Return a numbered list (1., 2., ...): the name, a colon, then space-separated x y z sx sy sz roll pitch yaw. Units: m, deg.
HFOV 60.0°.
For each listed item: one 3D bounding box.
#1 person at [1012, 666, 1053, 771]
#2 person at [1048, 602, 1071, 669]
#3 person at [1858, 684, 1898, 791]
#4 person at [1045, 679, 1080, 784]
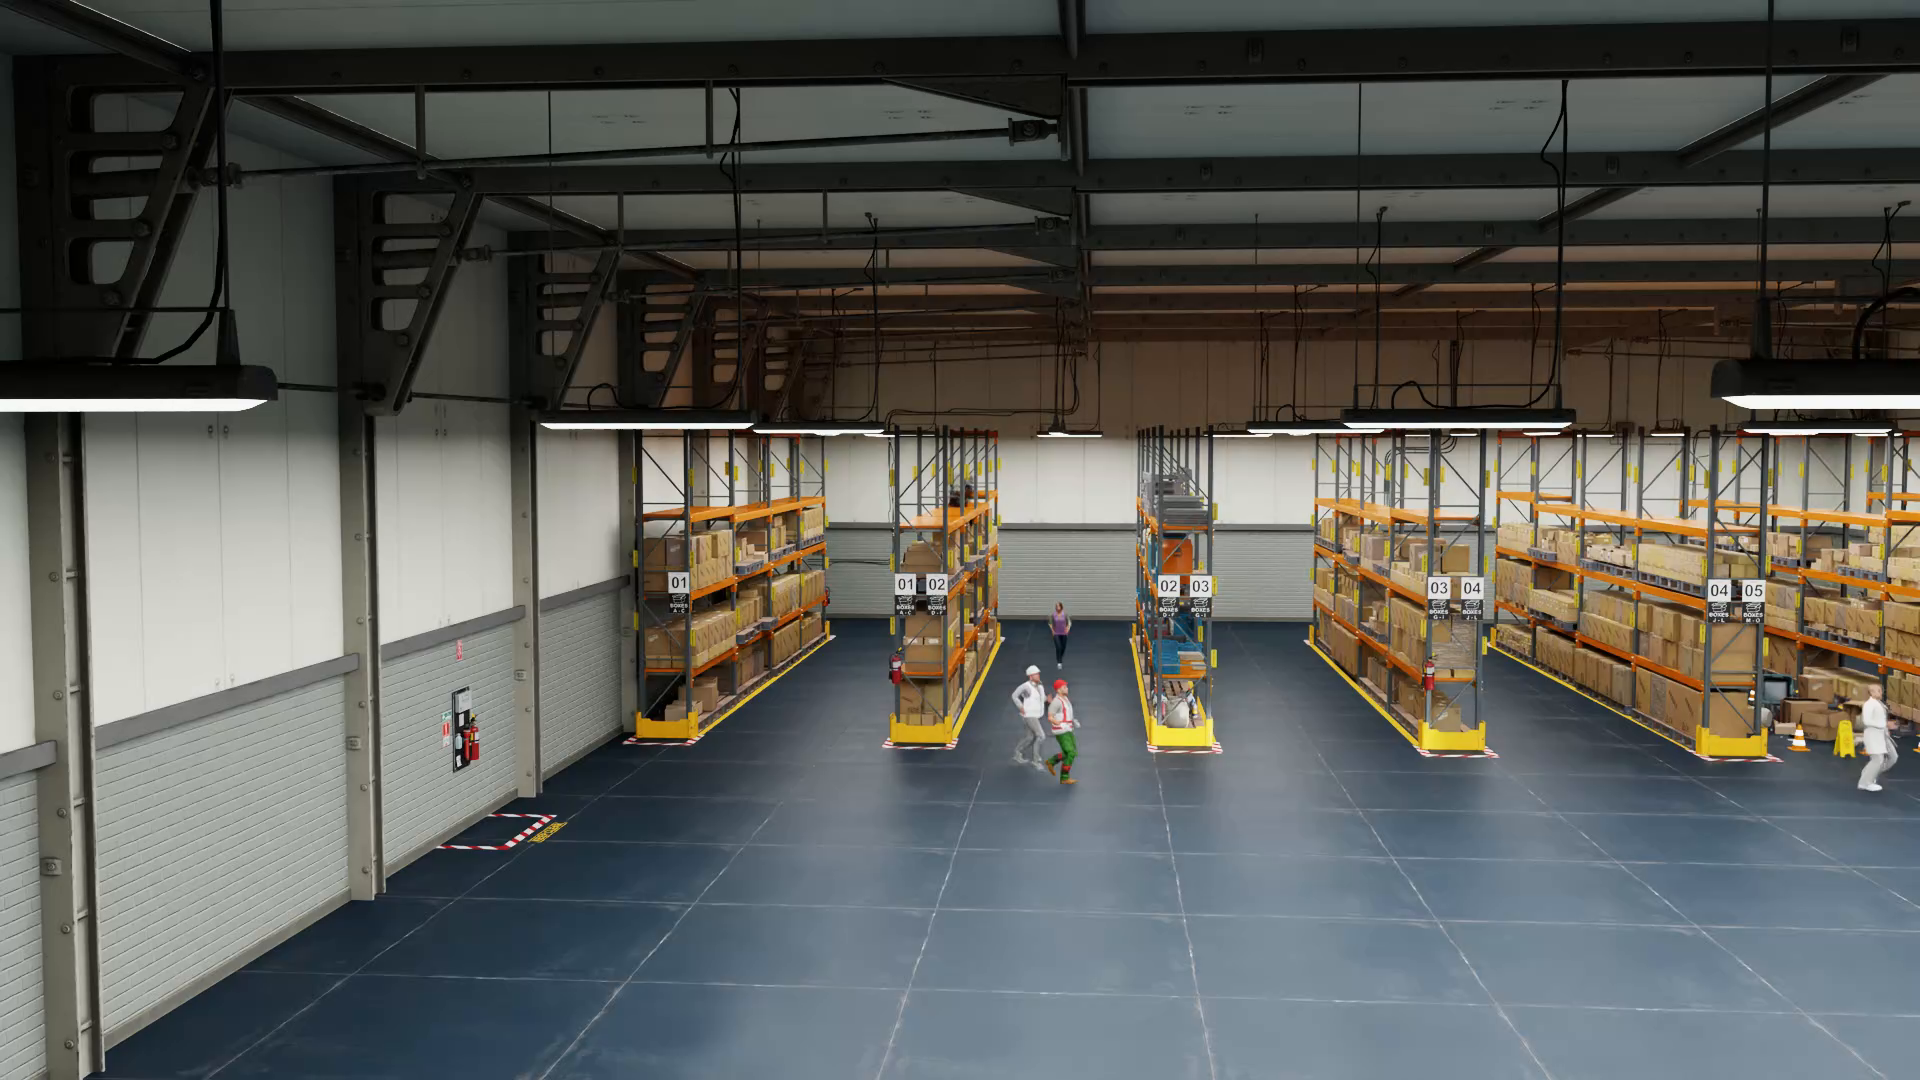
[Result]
1. person: 1.265 3.105 29.053 0.778 1.843 0.627 2 4 31
2. person: 2.382 2.270 39.731 0.537 1.577 0.465 0 3 4
3. person: 14.970 3.217 27.035 0.697 1.741 0.639 -3 4 -39
4. person: 1.668 3.187 27.701 0.623 1.738 0.655 2 4 25
